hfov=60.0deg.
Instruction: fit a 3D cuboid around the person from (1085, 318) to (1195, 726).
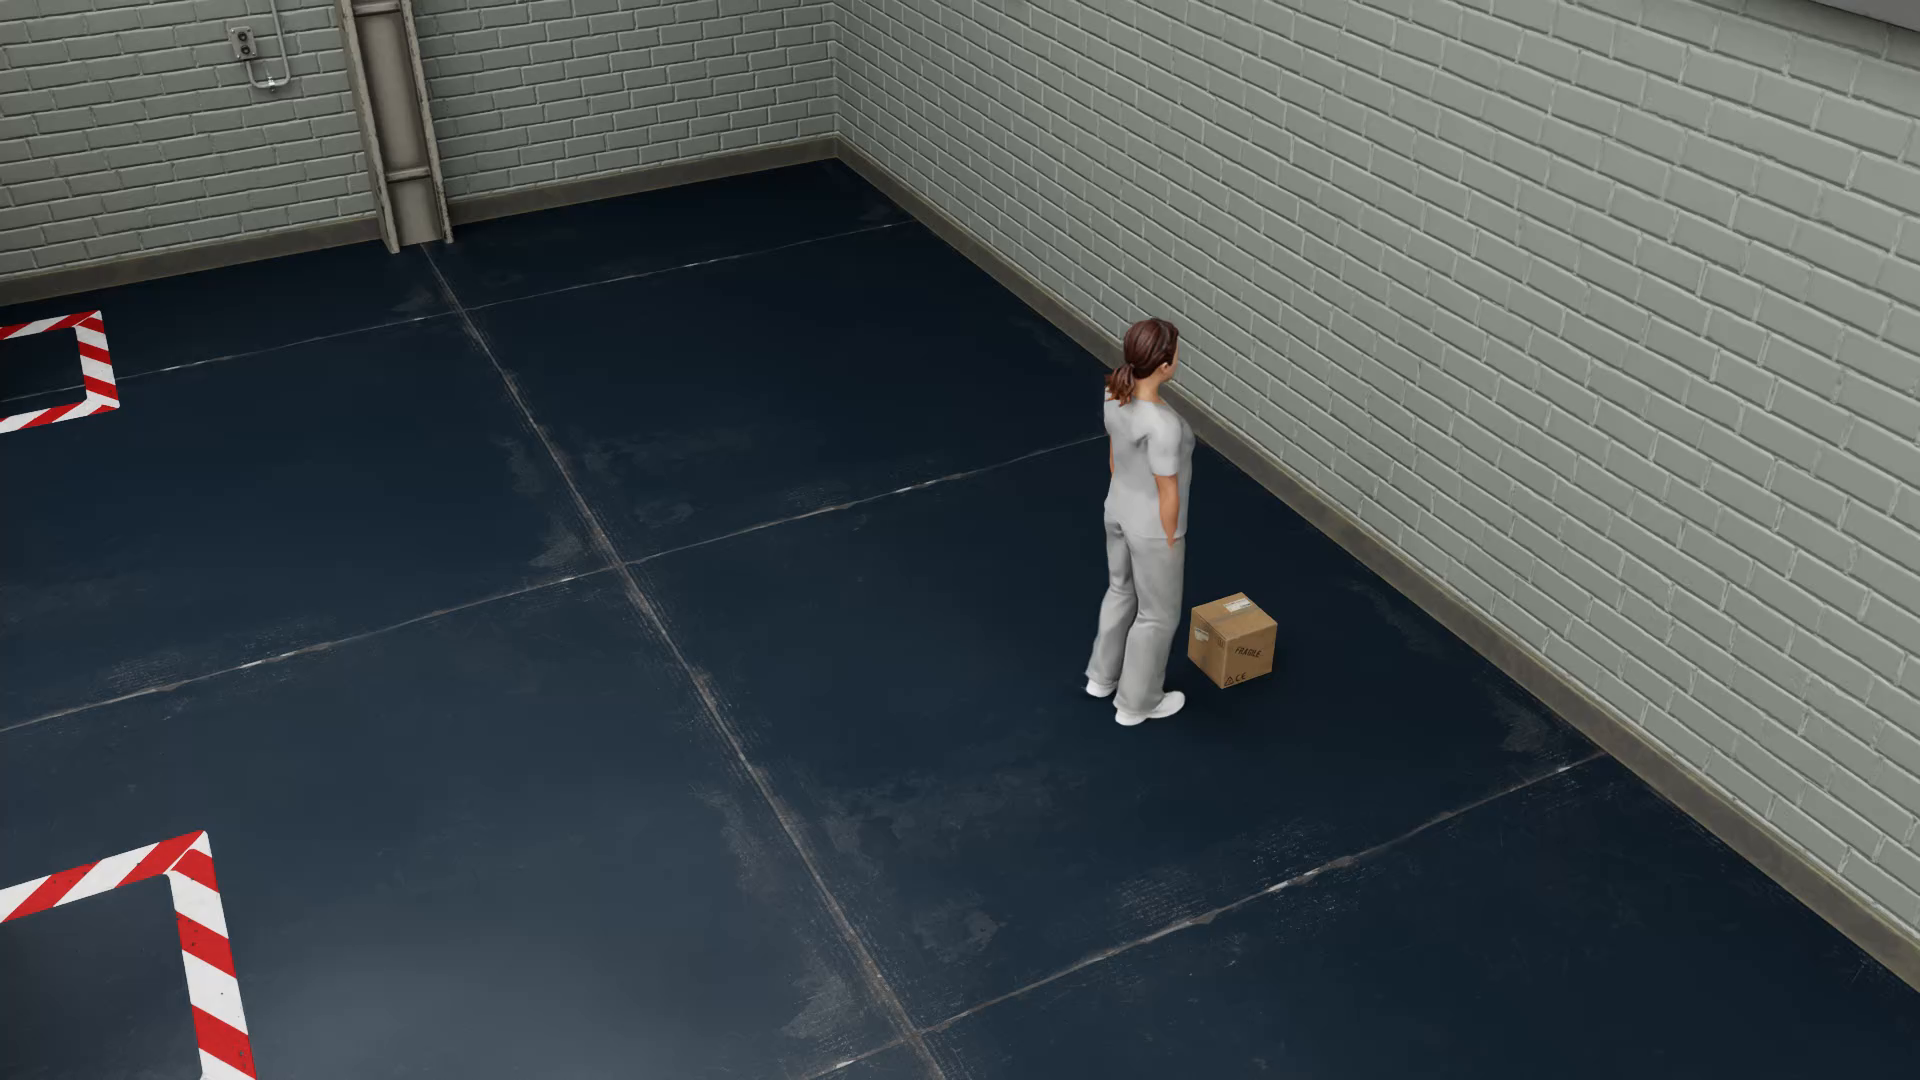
[{"bbox_3d":[0.676,-0.056,6.248,0.362,1.680,0.438,-15,36,-22],"label":"person"}]
